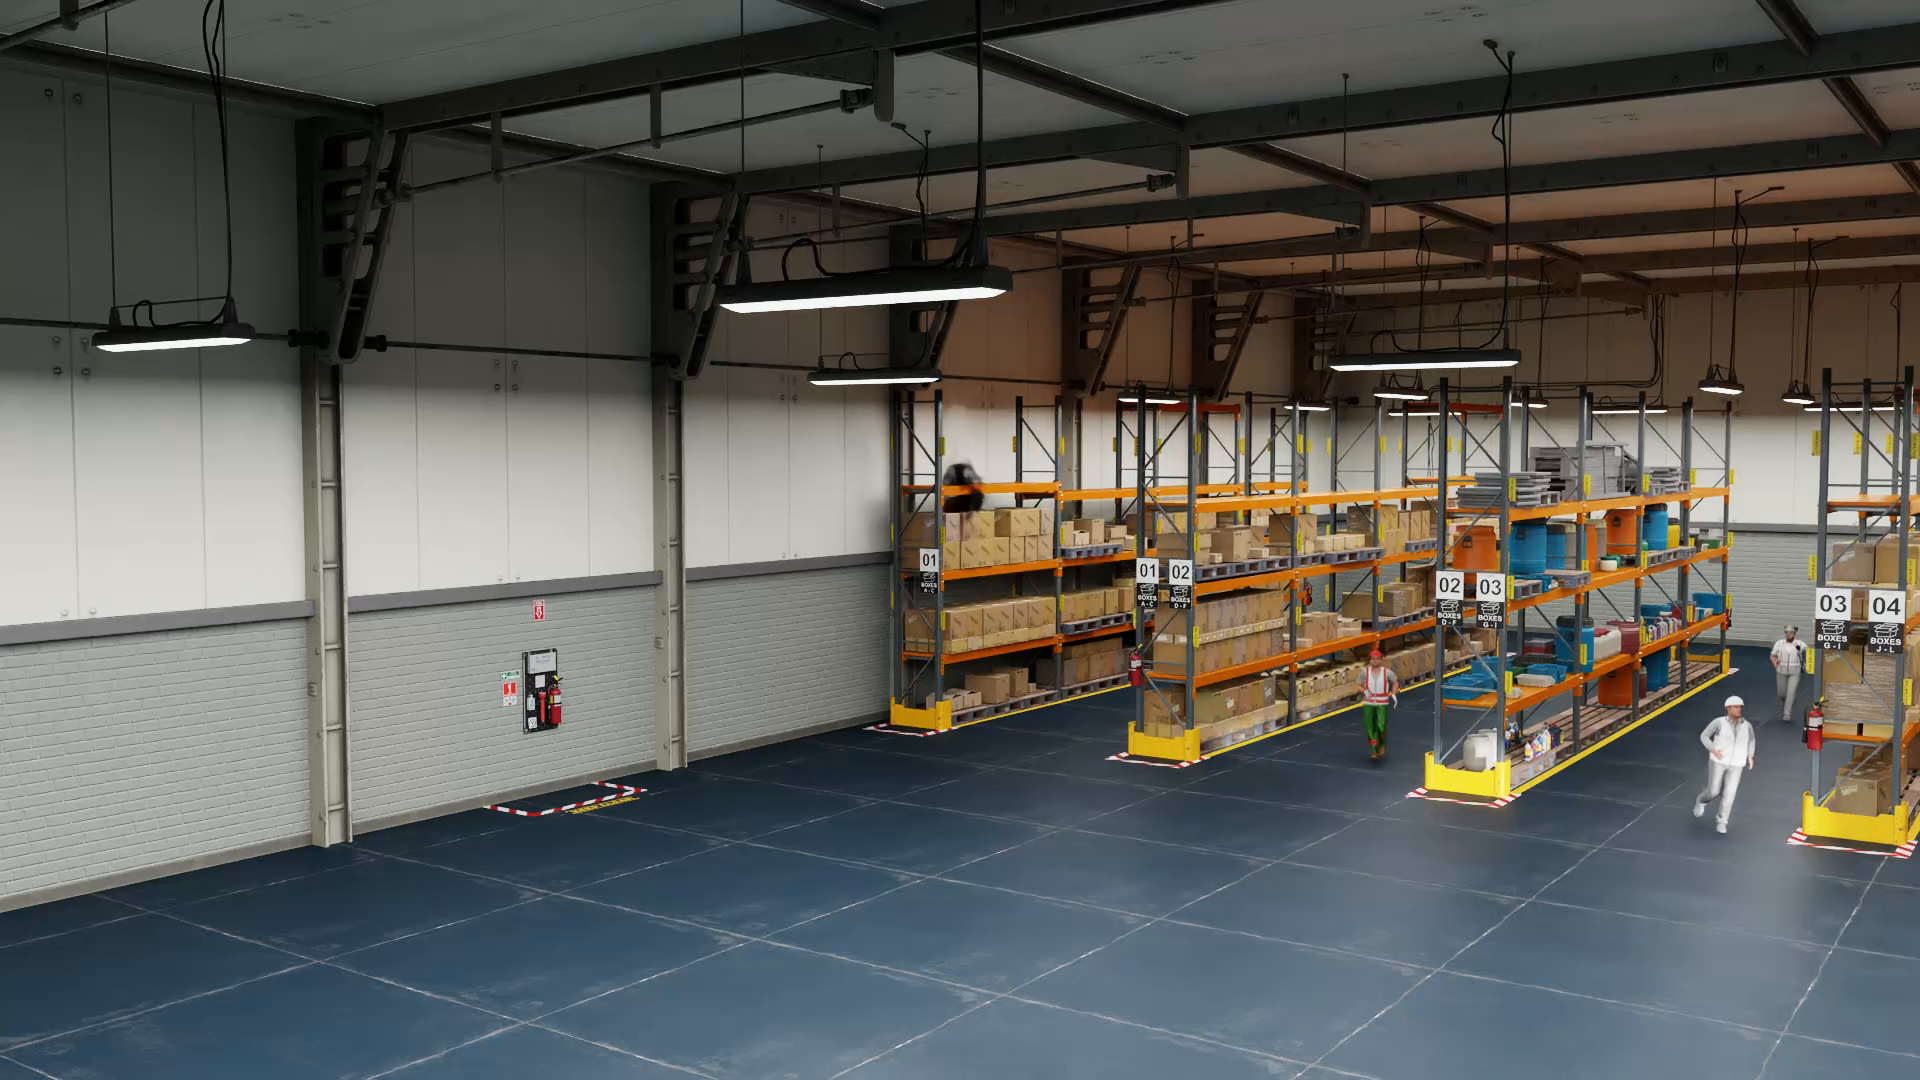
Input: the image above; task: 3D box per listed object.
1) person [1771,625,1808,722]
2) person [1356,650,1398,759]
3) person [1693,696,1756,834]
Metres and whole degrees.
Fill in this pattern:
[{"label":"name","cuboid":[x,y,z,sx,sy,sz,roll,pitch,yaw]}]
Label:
[{"label":"person","cuboid":[15.205,2.424,30.462,0.677,1.743,0.926,2,4,33]},{"label":"person","cuboid":[6.609,2.627,26.429,0.641,1.745,0.618,1,3,20]},{"label":"person","cuboid":[10.071,2.912,21.752,0.714,1.722,0.889,0,3,9]}]
